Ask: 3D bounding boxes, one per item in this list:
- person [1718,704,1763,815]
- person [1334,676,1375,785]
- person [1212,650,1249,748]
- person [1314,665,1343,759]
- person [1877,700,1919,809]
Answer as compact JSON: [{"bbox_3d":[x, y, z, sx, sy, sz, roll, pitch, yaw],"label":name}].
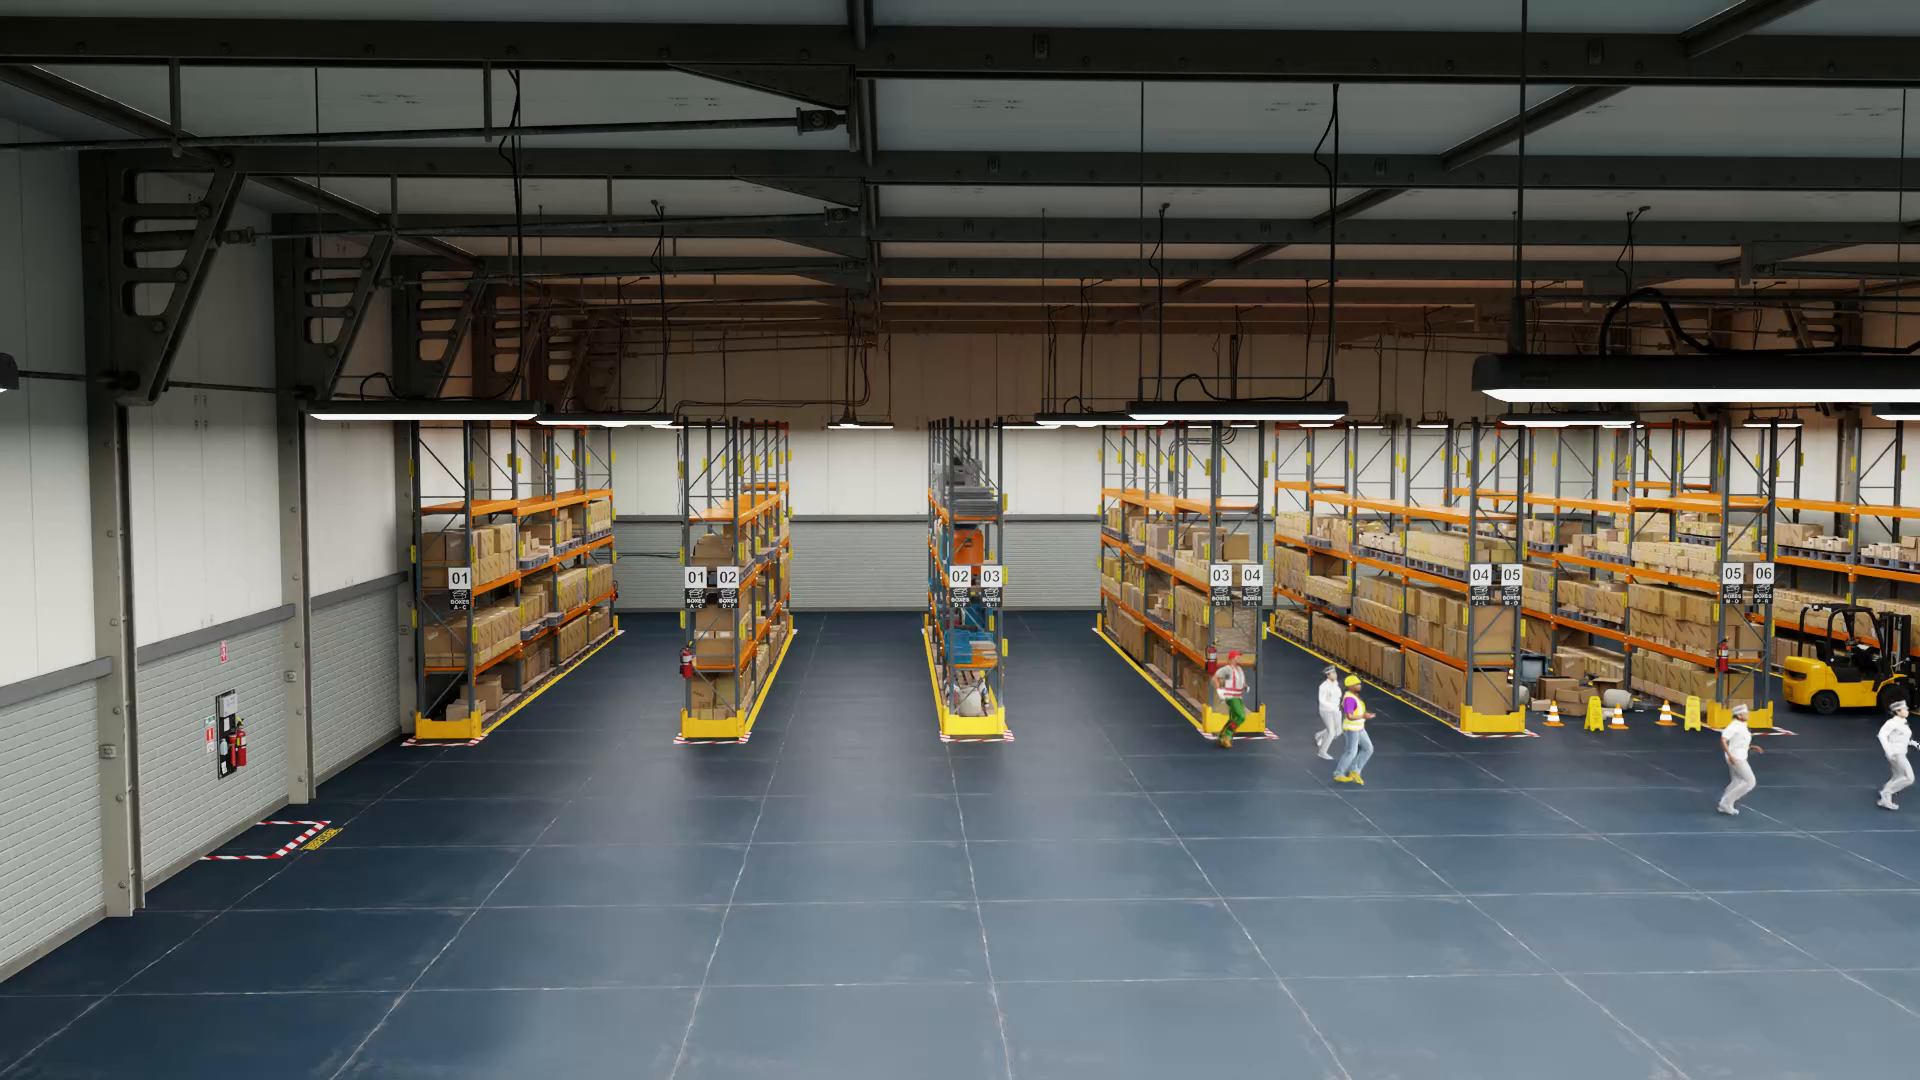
[{"bbox_3d":[11.647,3.269,24.801,0.582,1.663,0.585,2,4,31],"label":"person"},{"bbox_3d":[6.407,3.091,26.915,0.683,1.795,0.677,2,4,28],"label":"person"},{"bbox_3d":[4.976,2.871,30.125,0.598,1.731,0.685,3,5,35],"label":"person"},{"bbox_3d":[6.493,3.006,29.132,0.574,1.657,0.637,4,5,44],"label":"person"},{"bbox_3d":[14.233,3.245,25.158,0.560,1.661,0.623,3,5,39],"label":"person"}]
